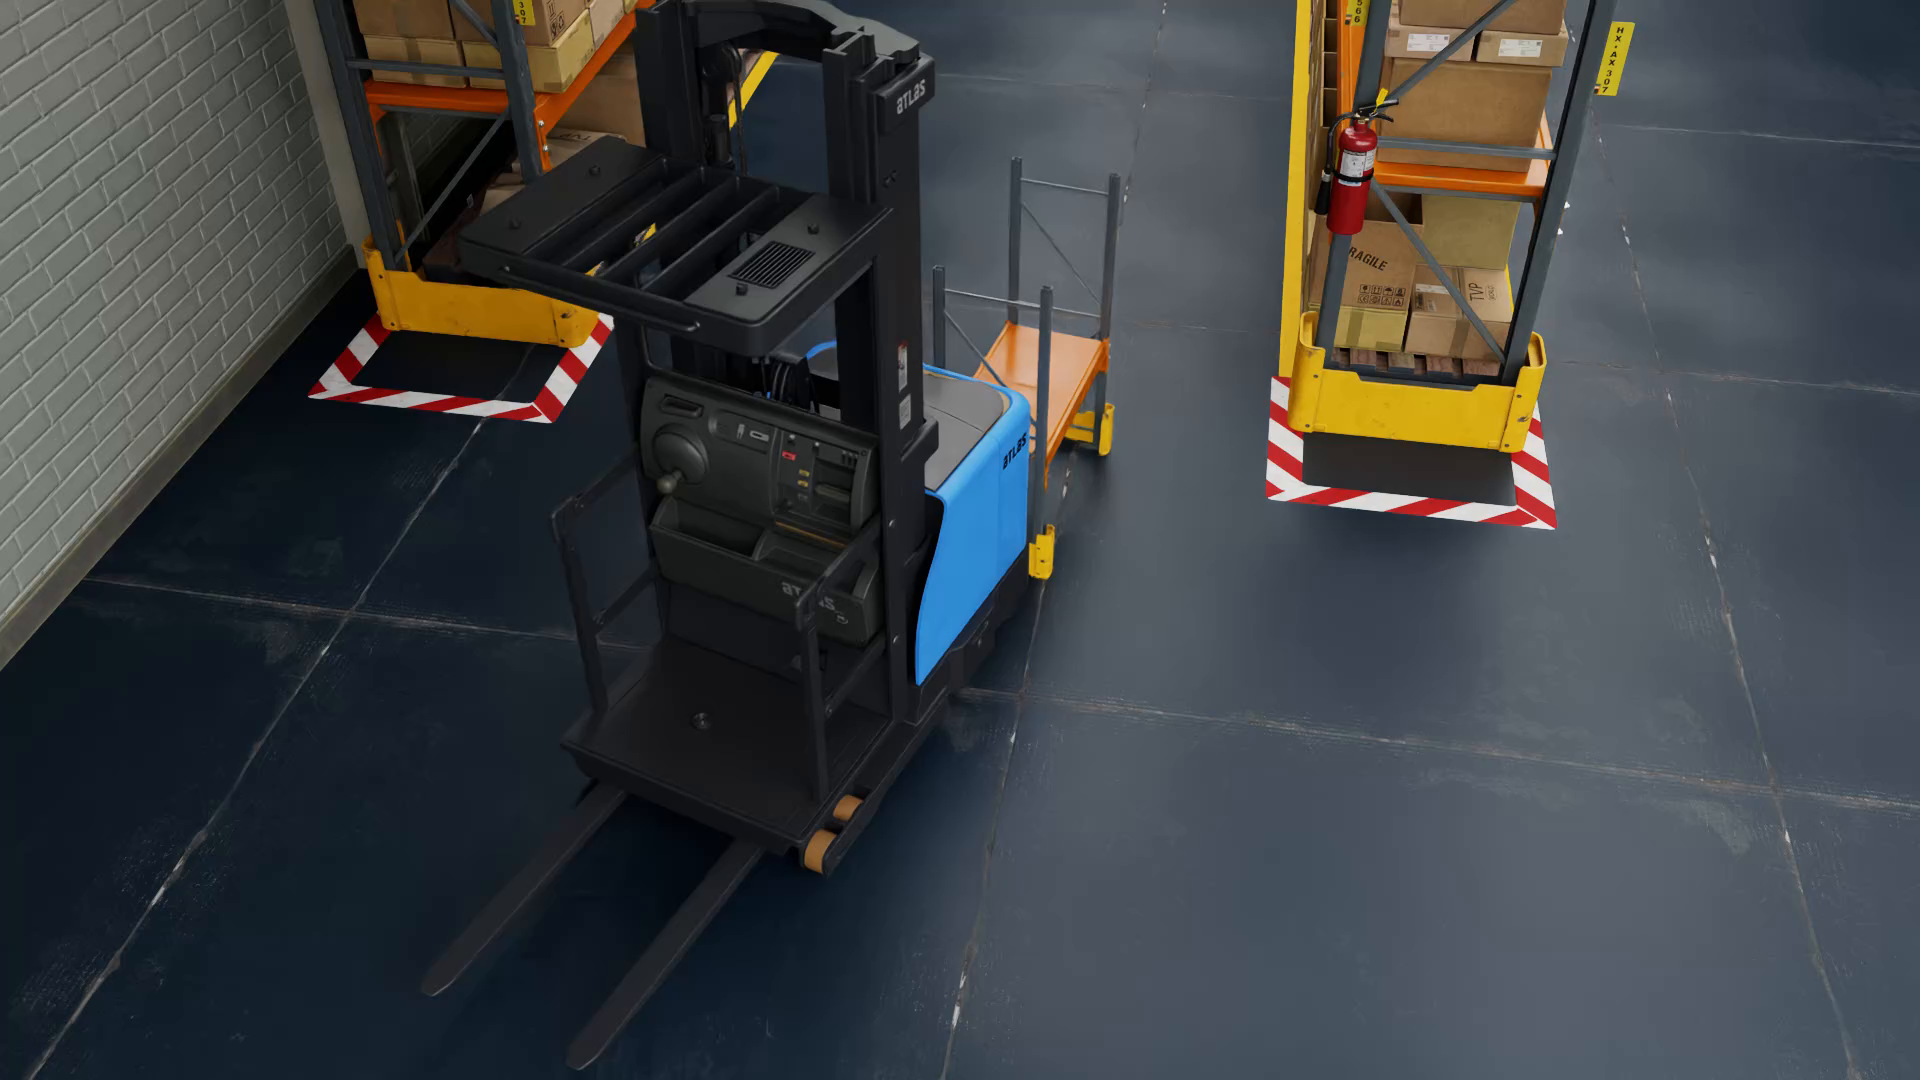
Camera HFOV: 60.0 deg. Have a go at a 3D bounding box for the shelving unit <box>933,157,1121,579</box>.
[{"bbox_3d":[0.304,-0.785,7.523,0.587,1.500,1.083,13,41,15],"label":"shelving unit"}]

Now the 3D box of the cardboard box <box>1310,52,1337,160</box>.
[{"bbox_3d":[2.313,-2.475,9.629,0.500,0.500,0.500,6,40,8],"label":"cardboard box"}]

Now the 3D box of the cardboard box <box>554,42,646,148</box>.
[{"bbox_3d":[-2.129,-2.758,10.349,0.700,0.500,0.500,4,40,5],"label":"cardboard box"}]

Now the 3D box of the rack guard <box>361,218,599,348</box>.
[{"bbox_3d":[-2.600,-1.400,9.050,1.175,0.500,0.348,6,40,8],"label":"rack guard"}]

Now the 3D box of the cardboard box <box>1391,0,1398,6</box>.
[{"bbox_3d":[2.189,-2.485,7.814,0.380,0.149,0.250,7,40,9],"label":"cardboard box"}]

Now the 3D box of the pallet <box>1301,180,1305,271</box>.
[{"bbox_3d":[2.571,-1.945,9.936,1.003,0.211,1.213,6,40,8],"label":"pallet"}]

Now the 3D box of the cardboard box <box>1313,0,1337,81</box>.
[{"bbox_3d":[2.492,-3.102,10.387,0.500,0.500,0.500,6,40,8],"label":"cardboard box"}]

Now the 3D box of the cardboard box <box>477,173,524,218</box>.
[{"bbox_3d":[-2.404,-1.873,9.426,0.500,0.311,0.500,2,40,3],"label":"cardboard box"}]

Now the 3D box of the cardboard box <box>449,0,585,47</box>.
[{"bbox_3d":[-2.234,-2.821,8.321,0.500,0.500,0.500,6,40,8],"label":"cardboard box"}]

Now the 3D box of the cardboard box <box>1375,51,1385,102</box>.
[{"bbox_3d":[2.446,-2.432,8.259,0.700,0.500,0.500,7,40,9],"label":"cardboard box"}]

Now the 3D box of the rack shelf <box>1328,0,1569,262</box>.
[{"bbox_3d":[2.613,-2.749,9.286,1.077,0.370,4.000,6,40,8],"label":"rack shelf"}]

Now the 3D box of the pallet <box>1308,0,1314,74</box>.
[{"bbox_3d":[3.048,-3.674,12.028,1.003,0.211,1.213,6,40,8],"label":"pallet"}]

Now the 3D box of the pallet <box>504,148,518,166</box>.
[{"bbox_3d":[-2.211,-2.558,10.678,1.003,0.211,1.213,6,40,8],"label":"pallet"}]

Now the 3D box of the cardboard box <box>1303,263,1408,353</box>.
[{"bbox_3d":[2.069,-1.243,8.727,0.500,0.250,0.500,6,40,8],"label":"cardboard box"}]

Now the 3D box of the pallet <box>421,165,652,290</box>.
[{"bbox_3d":[-2.424,-1.794,9.754,1.003,0.211,1.213,6,40,8],"label":"pallet"}]

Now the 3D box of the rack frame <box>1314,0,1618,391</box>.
[{"bbox_3d":[2.267,-1.771,7.538,1.000,3.000,0.127,6,40,8],"label":"rack frame"}]

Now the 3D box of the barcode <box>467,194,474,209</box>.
[{"bbox_3d":[-2.795,-1.932,9.490,0.001,0.075,0.075,6,40,8],"label":"barcode"}]

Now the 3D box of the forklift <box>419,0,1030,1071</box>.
[{"bbox_3d":[-0.823,-0.208,5.701,1.130,2.935,3.031,18,43,21],"label":"forklift"}]

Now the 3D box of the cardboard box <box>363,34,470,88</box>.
[{"bbox_3d":[-2.723,-2.580,8.618,0.500,0.250,0.500,7,40,8],"label":"cardboard box"}]

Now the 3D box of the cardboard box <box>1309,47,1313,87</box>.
[{"bbox_3d":[2.580,-3.126,11.006,0.500,0.250,0.500,6,40,8],"label":"cardboard box"}]

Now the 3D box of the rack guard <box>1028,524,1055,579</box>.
[{"bbox_3d":[0.137,-0.005,7.559,0.587,0.250,0.087,13,41,15],"label":"rack guard"}]

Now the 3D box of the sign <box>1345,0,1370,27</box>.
[{"bbox_3d":[1.735,-2.377,7.177,0.100,0.325,0.005,6,40,8],"label":"sign"}]

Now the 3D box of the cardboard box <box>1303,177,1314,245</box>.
[{"bbox_3d":[2.228,-1.872,9.488,0.500,0.250,0.500,6,40,8],"label":"cardboard box"}]

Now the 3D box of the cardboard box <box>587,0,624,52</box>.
[{"bbox_3d":[-2.140,-2.864,8.962,0.500,0.250,0.500,5,40,6],"label":"cardboard box"}]

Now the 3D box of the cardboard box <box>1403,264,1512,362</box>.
[{"bbox_3d":[2.579,-1.186,8.658,0.500,0.250,0.500,6,40,8],"label":"cardboard box"}]

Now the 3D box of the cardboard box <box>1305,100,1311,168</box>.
[{"bbox_3d":[2.397,-2.500,10.248,0.500,0.250,0.500,6,40,8],"label":"cardboard box"}]

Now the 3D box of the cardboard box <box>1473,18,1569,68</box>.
[{"bbox_3d":[2.547,-2.282,7.569,0.380,0.149,0.250,6,40,7],"label":"cardboard box"}]

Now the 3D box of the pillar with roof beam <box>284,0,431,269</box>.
[{"bbox_3d":[0.897,-4.687,6.357,9.100,9.000,0.400,6,40,8],"label":"pillar with roof beam"}]

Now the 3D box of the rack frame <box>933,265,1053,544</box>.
[{"bbox_3d":[0.130,-0.475,7.147,0.500,1.500,0.032,13,41,15],"label":"rack frame"}]

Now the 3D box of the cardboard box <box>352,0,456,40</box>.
[{"bbox_3d":[-2.740,-2.873,8.385,0.500,0.500,0.500,6,40,7],"label":"cardboard box"}]

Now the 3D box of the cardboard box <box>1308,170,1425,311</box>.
[{"bbox_3d":[2.067,-1.532,8.489,0.500,0.500,0.500,6,40,8],"label":"cardboard box"}]
